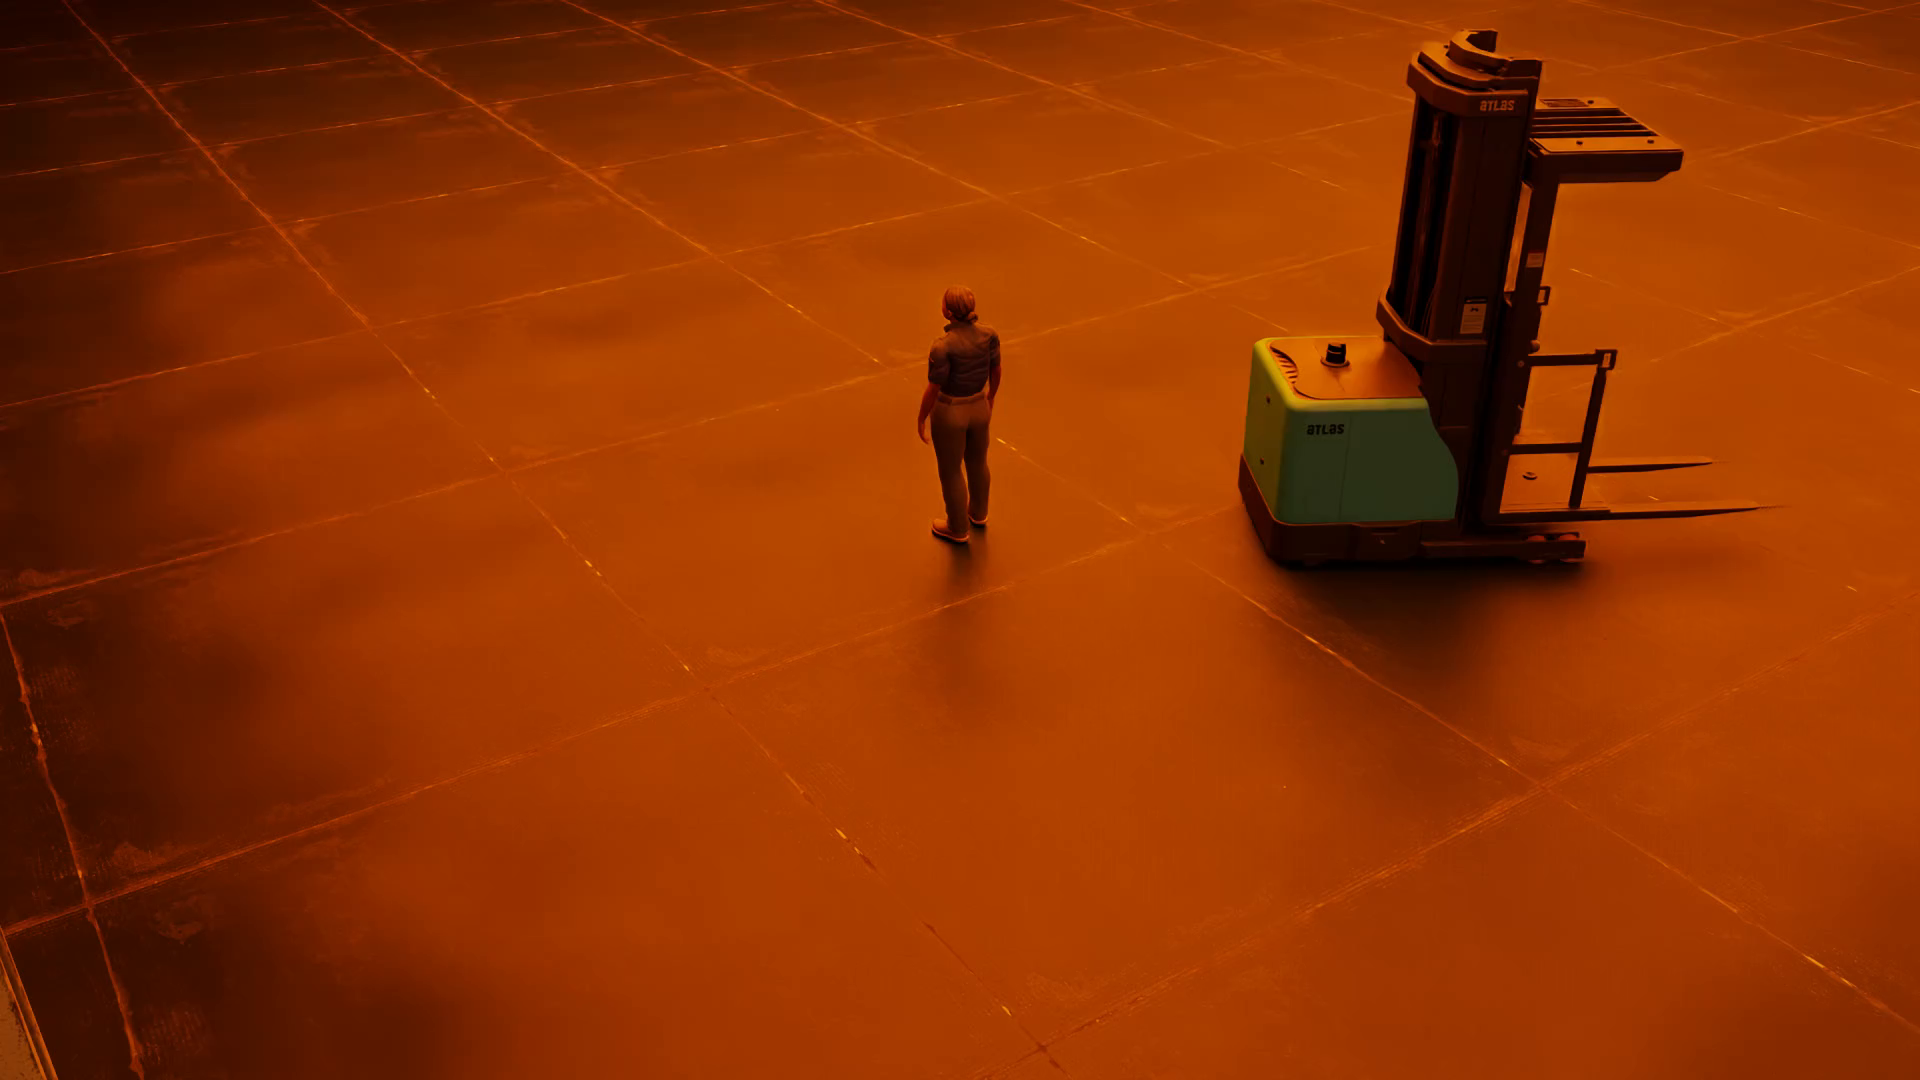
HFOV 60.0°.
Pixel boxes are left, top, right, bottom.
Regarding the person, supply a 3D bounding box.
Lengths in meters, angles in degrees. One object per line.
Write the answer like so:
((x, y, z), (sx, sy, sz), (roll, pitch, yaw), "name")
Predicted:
((-0.033, -0.768, 9.830), (0.570, 1.656, 0.503), (-18, 34, -29), "person")

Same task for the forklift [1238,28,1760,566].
((3.316, -1.394, 9.655), (3.031, 2.935, 1.130), (-2, 30, -3), "forklift")
